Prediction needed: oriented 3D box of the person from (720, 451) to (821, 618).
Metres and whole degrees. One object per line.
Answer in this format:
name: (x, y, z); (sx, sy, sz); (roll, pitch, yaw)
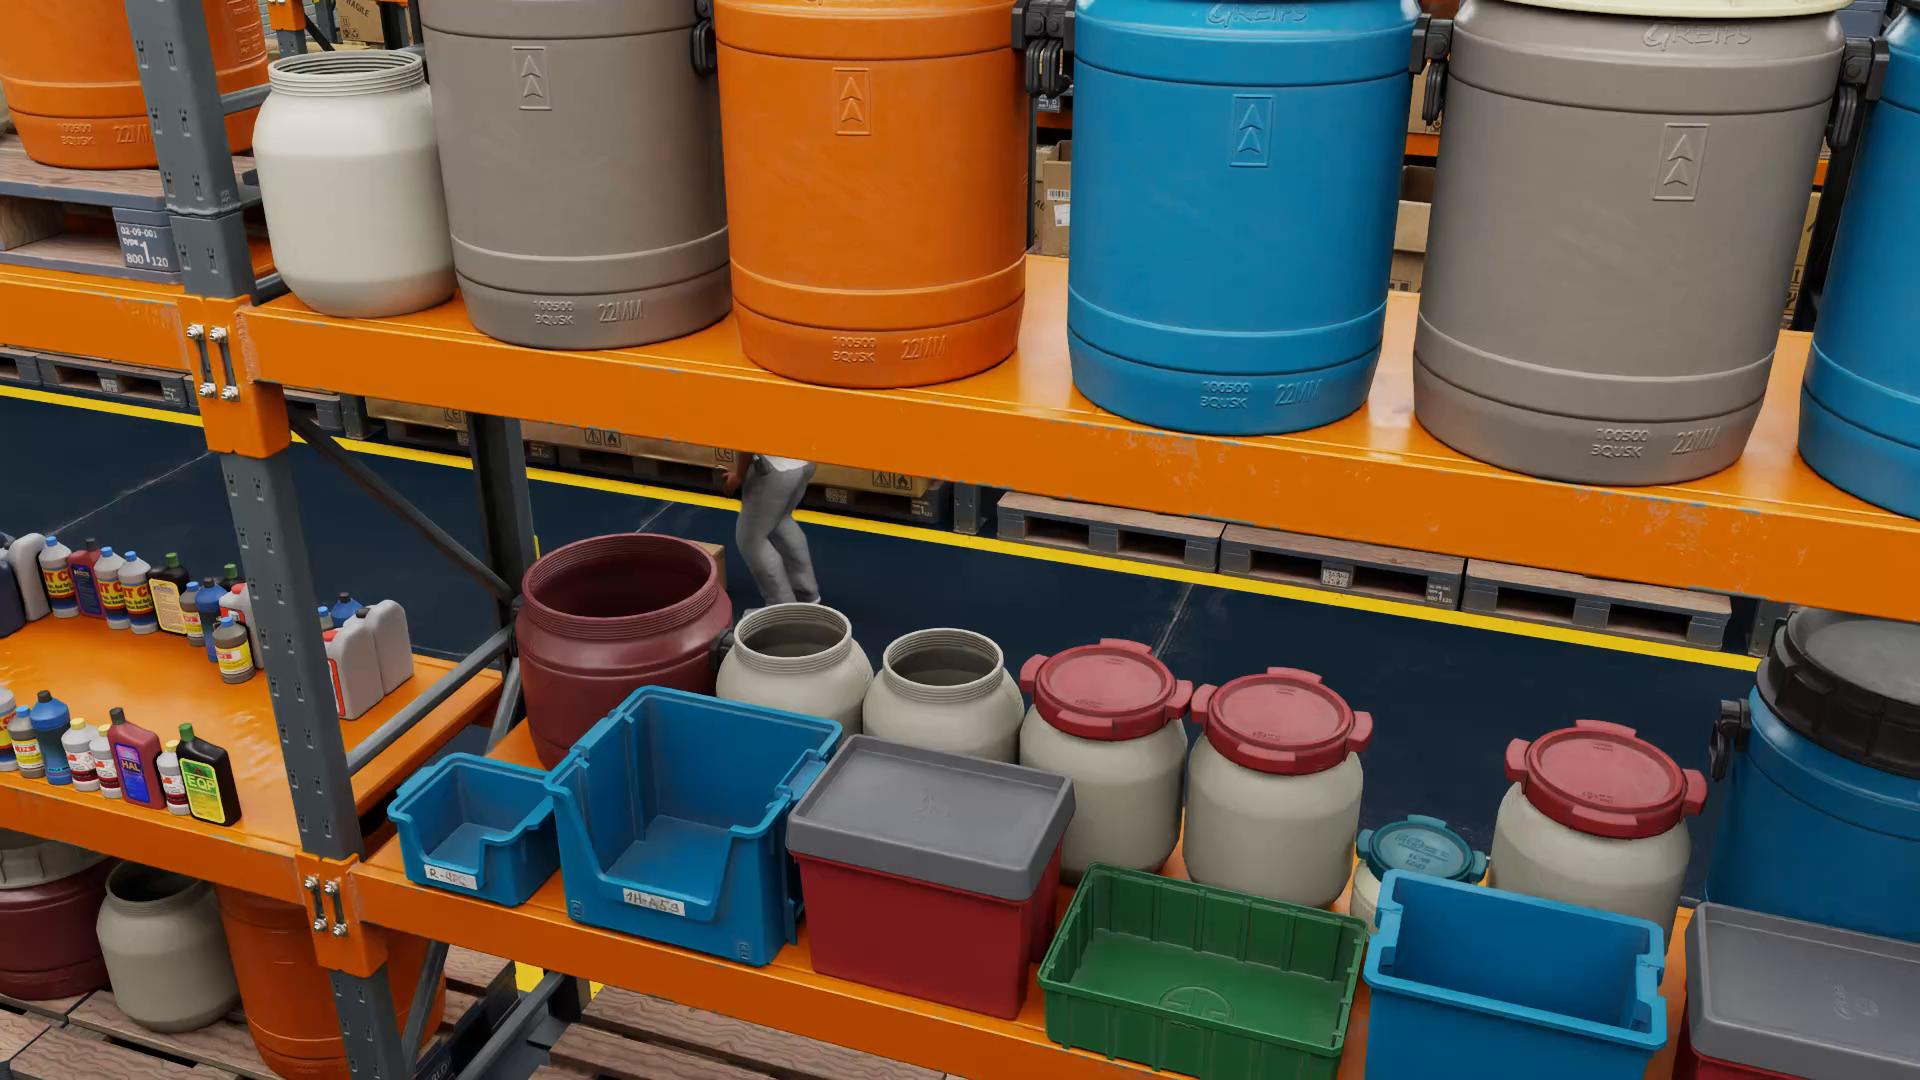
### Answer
person: (-0.908, -0.355, 7.904); (0.442, 1.624, 0.457); (9, 27, 19)
